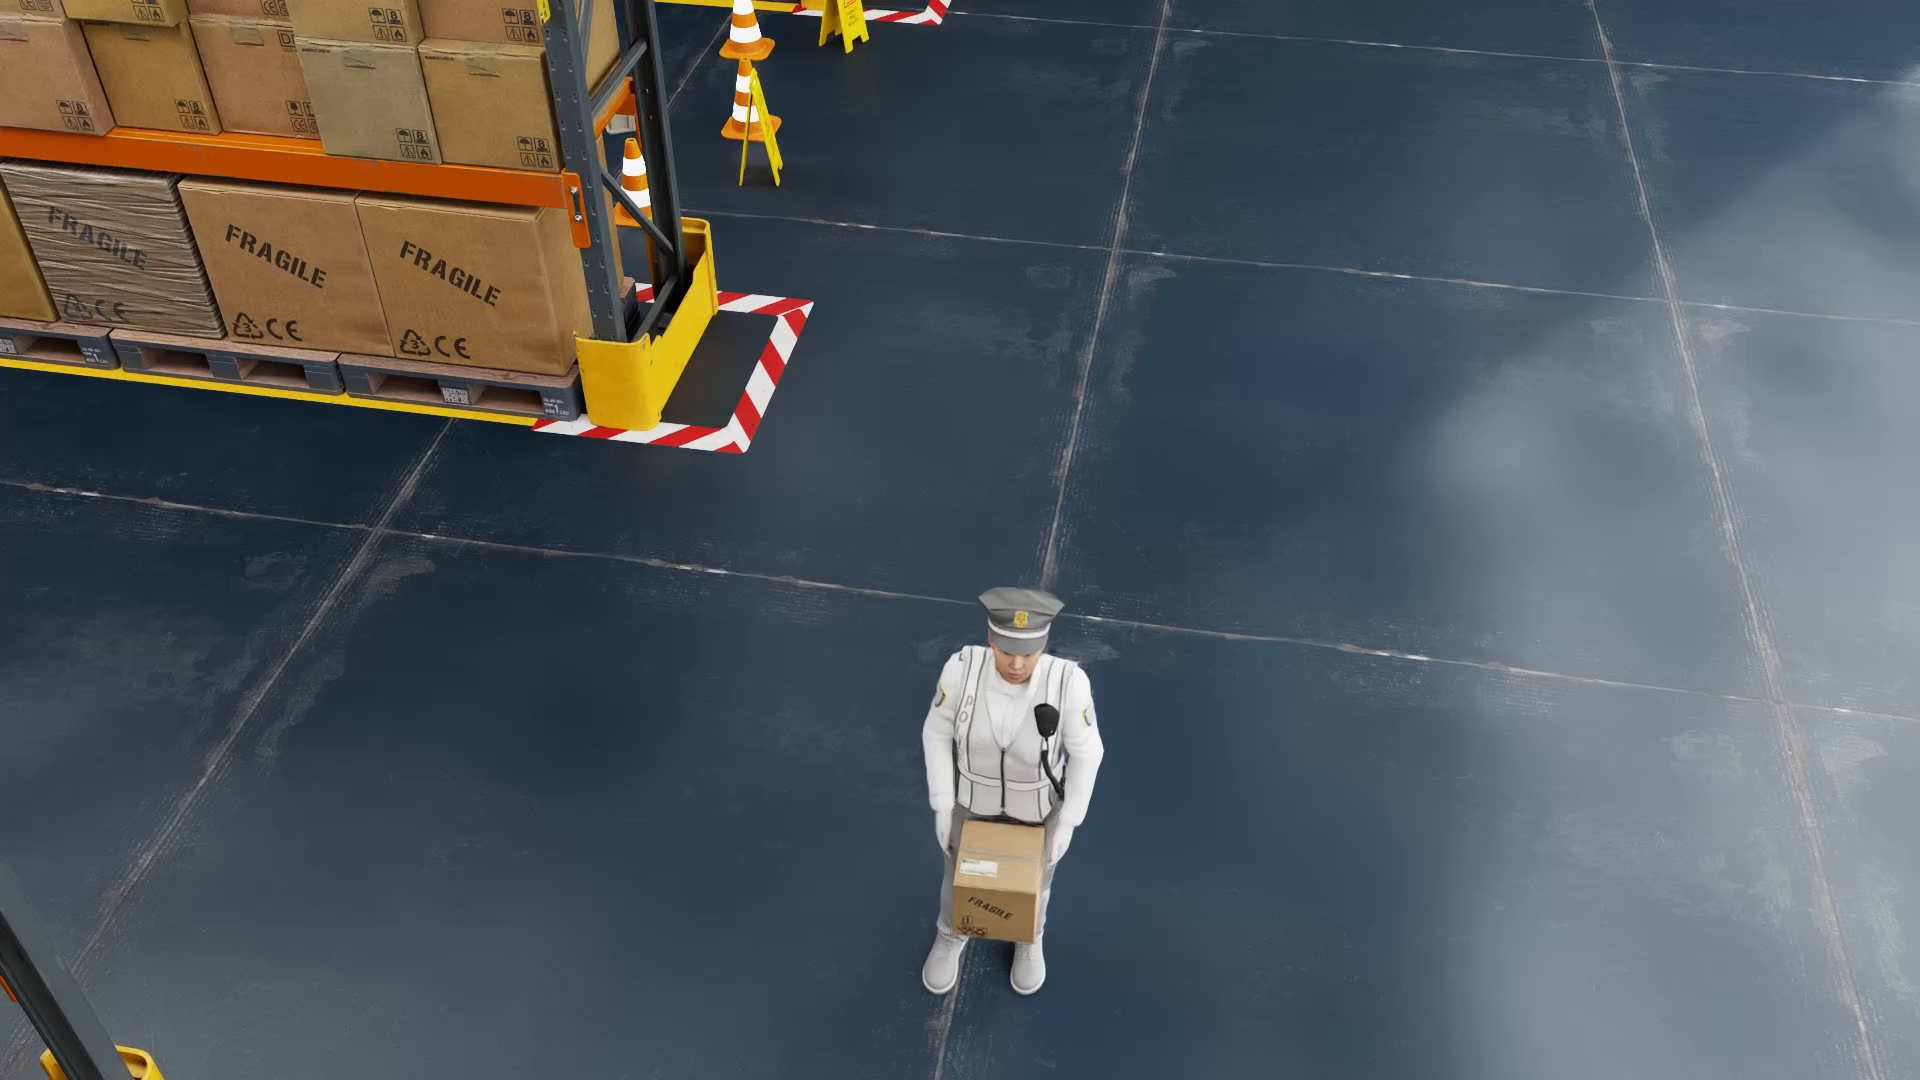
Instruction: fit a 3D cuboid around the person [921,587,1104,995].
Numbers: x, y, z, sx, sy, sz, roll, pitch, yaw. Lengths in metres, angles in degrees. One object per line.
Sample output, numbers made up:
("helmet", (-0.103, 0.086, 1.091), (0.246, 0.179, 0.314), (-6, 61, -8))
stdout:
("person", (0.151, 0.821, 5.176), (0.557, 1.696, 0.402), (7, 41, 8))
